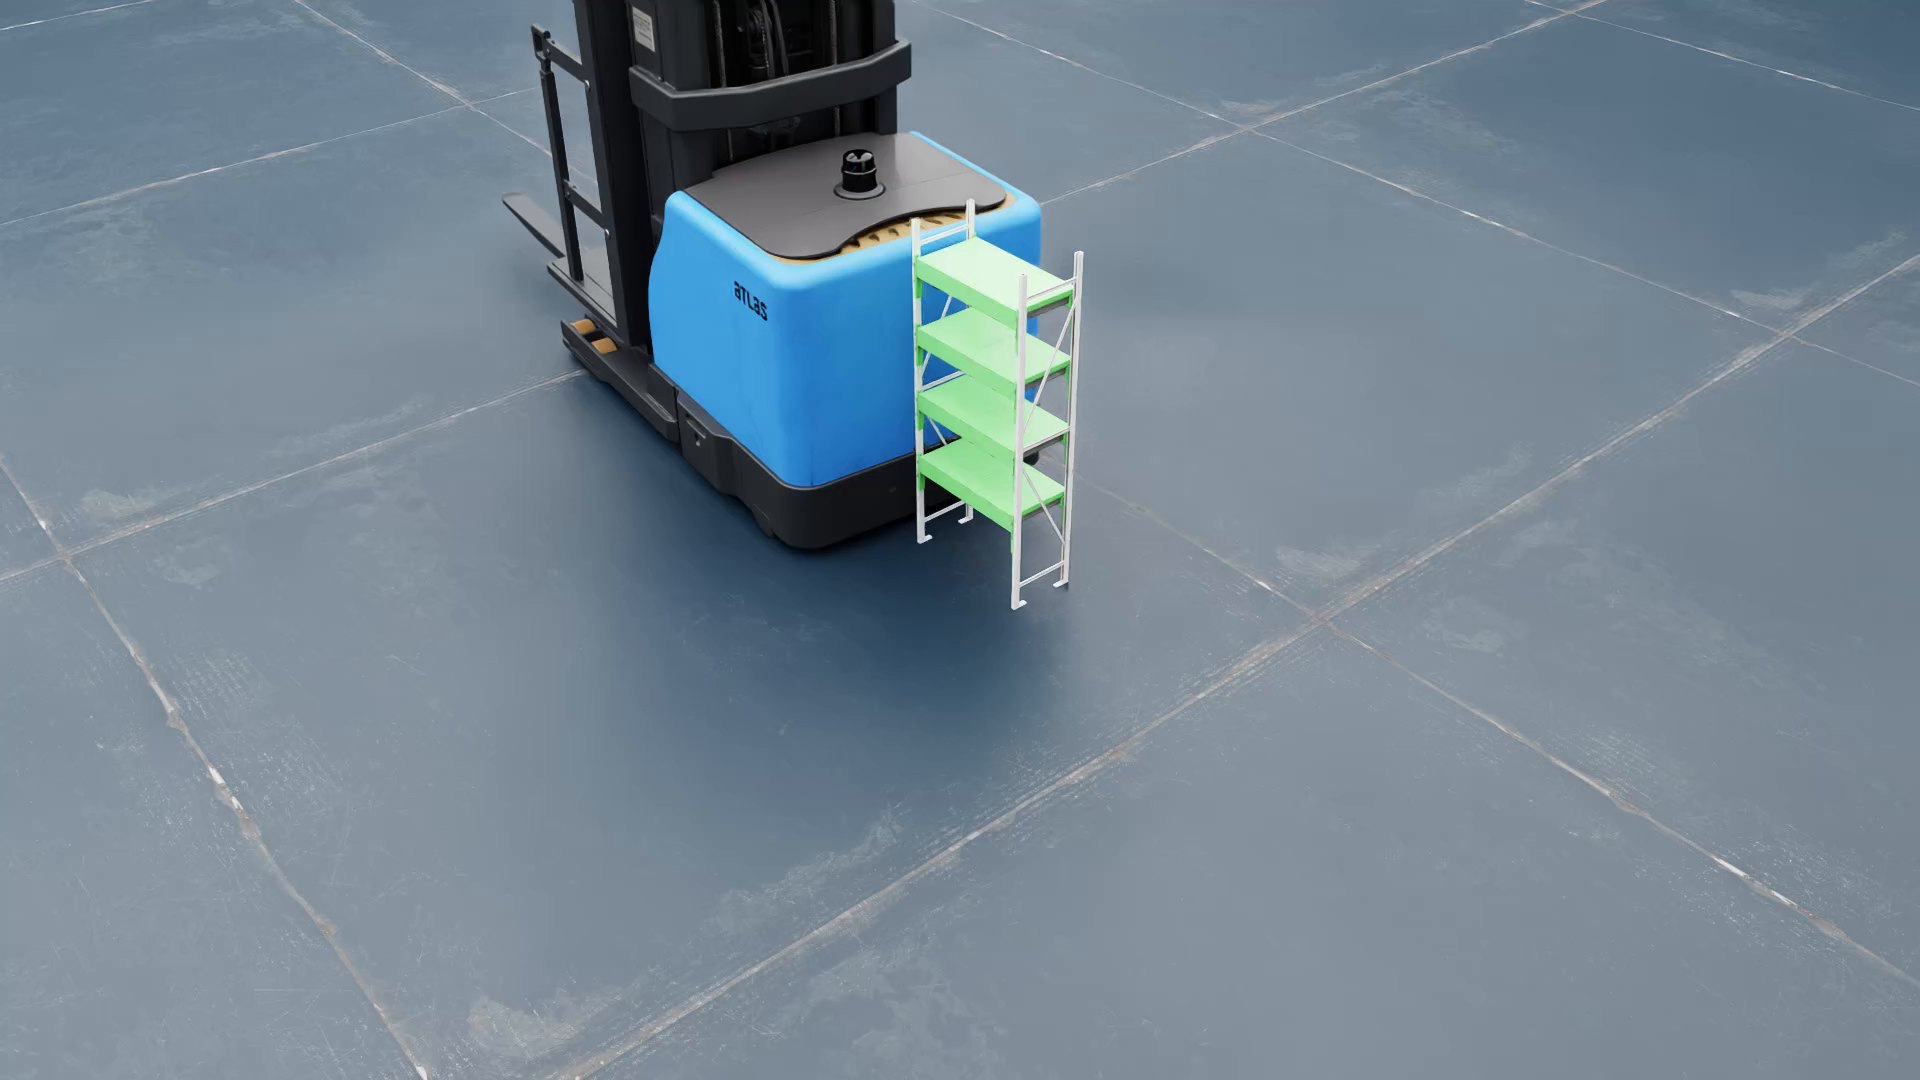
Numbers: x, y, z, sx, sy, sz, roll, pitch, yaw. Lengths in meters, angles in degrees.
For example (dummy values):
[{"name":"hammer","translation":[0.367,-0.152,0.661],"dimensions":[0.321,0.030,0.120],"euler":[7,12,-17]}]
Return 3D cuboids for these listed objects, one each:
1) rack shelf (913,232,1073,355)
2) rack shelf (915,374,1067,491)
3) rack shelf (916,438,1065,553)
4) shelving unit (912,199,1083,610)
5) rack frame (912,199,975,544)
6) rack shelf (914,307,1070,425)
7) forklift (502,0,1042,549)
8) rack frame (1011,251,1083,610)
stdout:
[{"name":"rack shelf","translation":[0.107,-0.756,5.060],"dimensions":[0.258,0.148,0.480],"euler":[-26,43,-32]},{"name":"rack shelf","translation":[0.107,-0.364,5.337],"dimensions":[0.258,0.148,0.480],"euler":[-26,43,-32]},{"name":"rack shelf","translation":[0.107,-0.169,5.476],"dimensions":[0.258,0.148,0.480],"euler":[-26,43,-32]},{"name":"shelving unit","translation":[0.107,-0.417,5.300],"dimensions":[0.258,1.200,0.503],"euler":[-26,43,-32]},{"name":"rack frame","translation":[-0.051,-0.524,5.452],"dimensions":[0.240,1.200,0.015],"euler":[-26,43,-32]},{"name":"rack shelf","translation":[0.107,-0.560,5.198],"dimensions":[0.258,0.148,0.480],"euler":[-26,43,-32]},{"name":"forklift","translation":[-0.960,-1.976,6.004],"dimensions":[1.130,2.935,3.031],"euler":[-22,41,-27]},{"name":"rack frame","translation":[0.264,-0.309,5.148],"dimensions":[0.240,1.200,0.015],"euler":[-26,43,-32]}]
